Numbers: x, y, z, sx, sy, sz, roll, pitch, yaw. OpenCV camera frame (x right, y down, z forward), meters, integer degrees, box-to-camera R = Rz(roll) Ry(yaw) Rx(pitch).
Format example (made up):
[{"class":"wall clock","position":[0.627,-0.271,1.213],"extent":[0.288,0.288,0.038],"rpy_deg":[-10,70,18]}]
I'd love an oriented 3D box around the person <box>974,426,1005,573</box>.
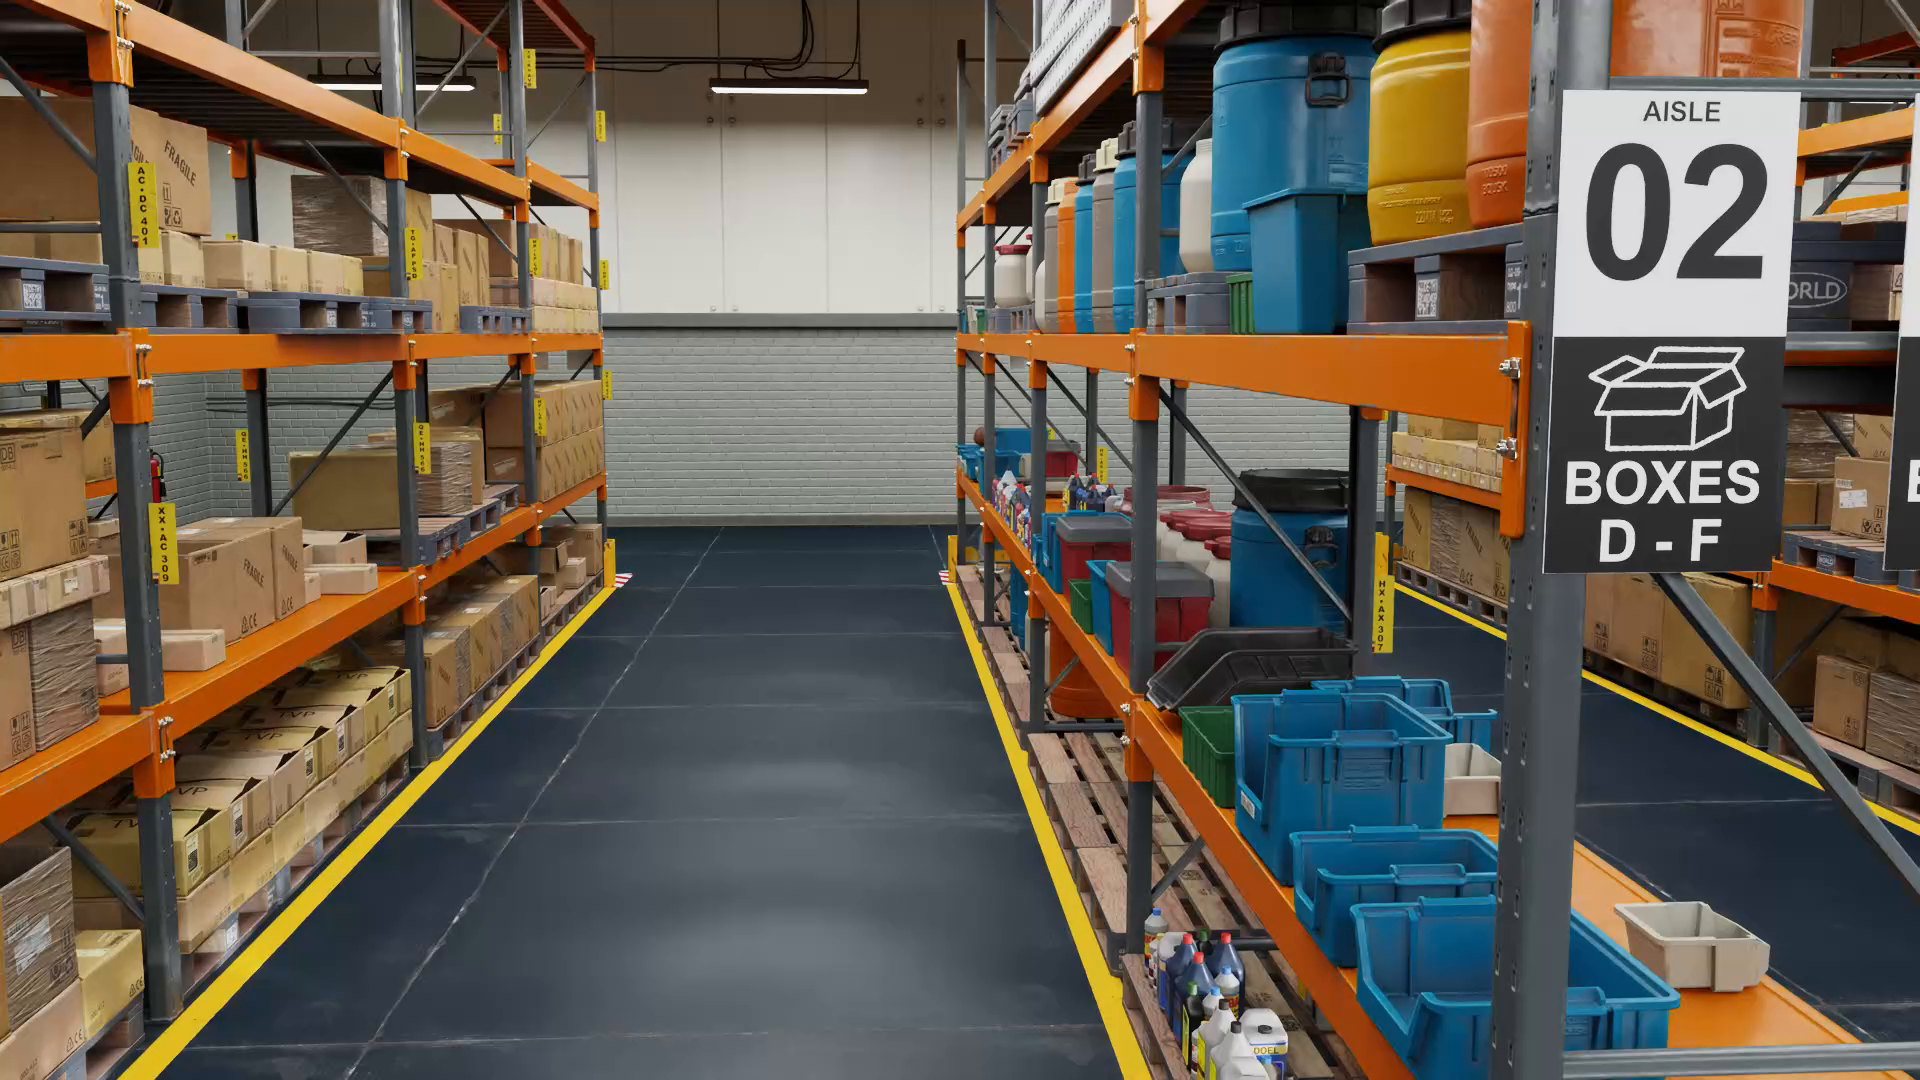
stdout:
[{"class":"person","position":[0.333,-0.440,18.041],"extent":[0.349,1.589,0.407],"rpy_deg":[1,7,4]}]
